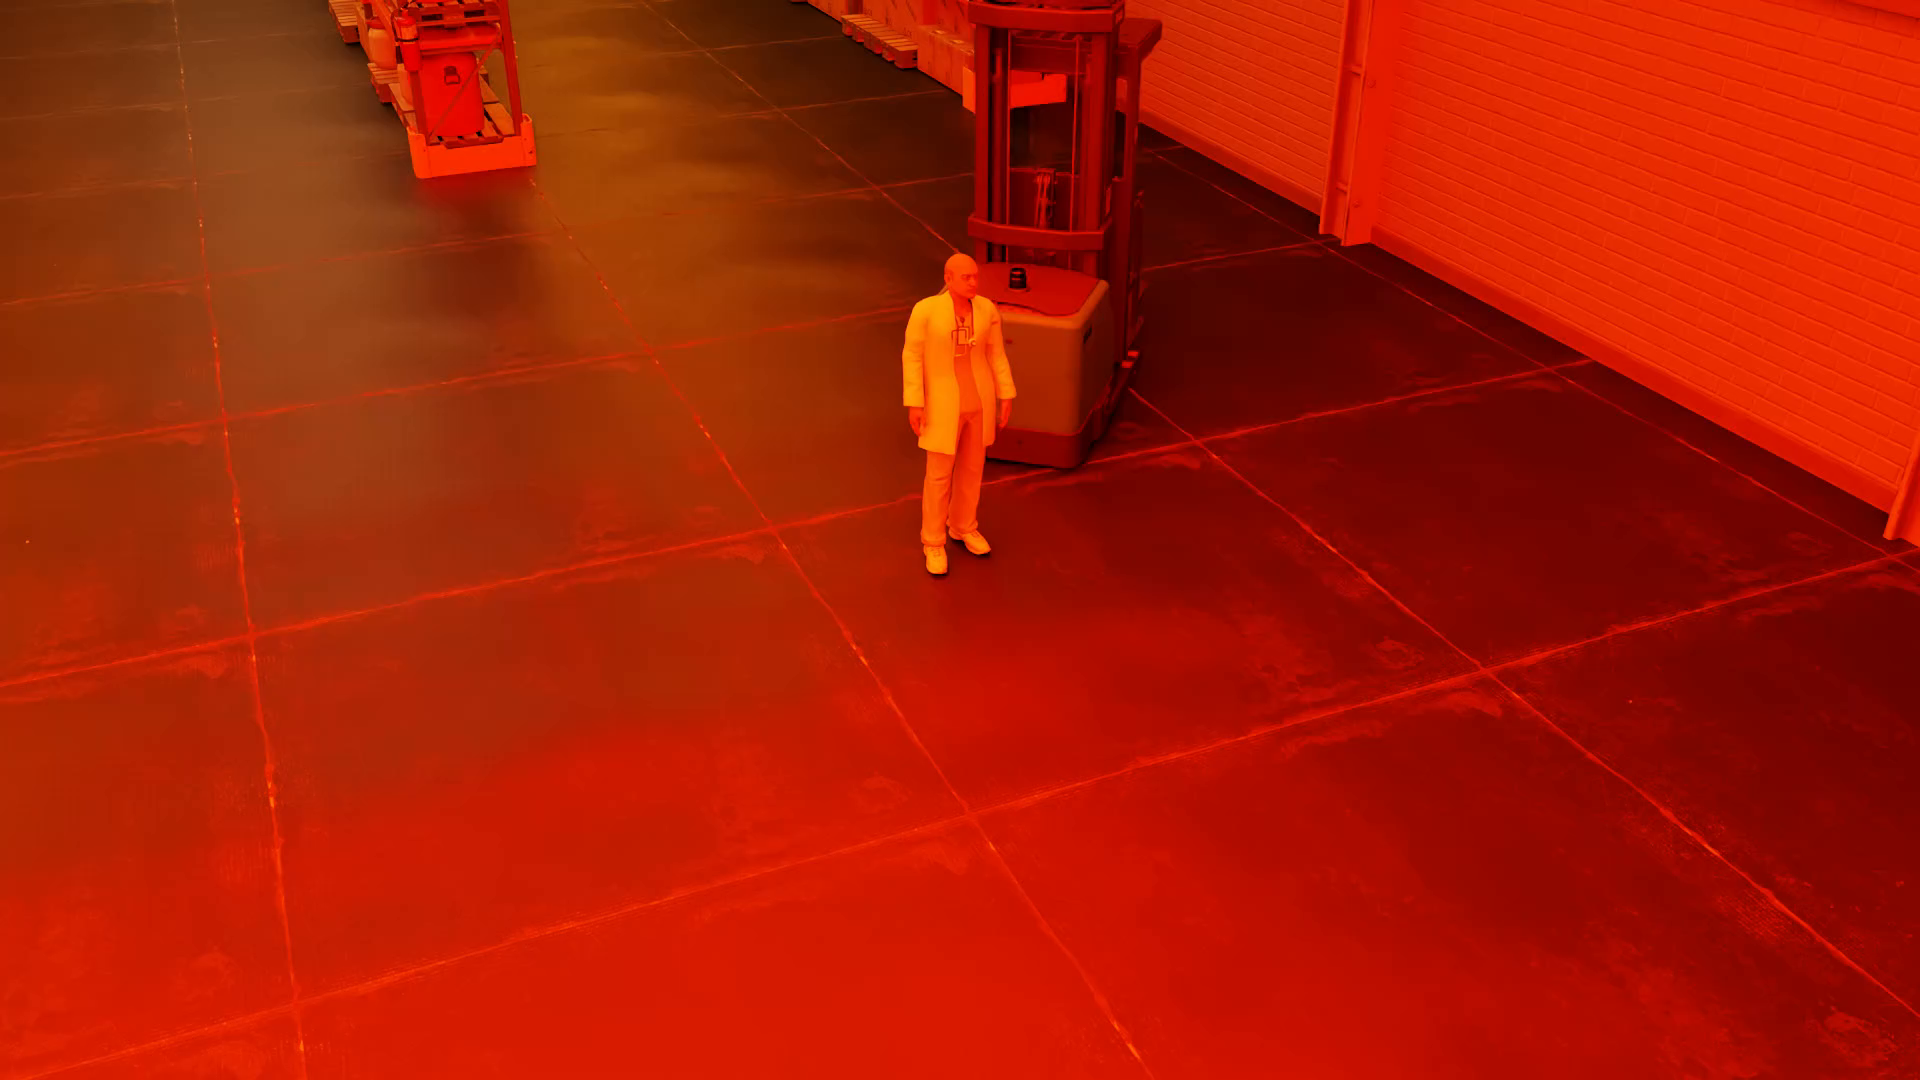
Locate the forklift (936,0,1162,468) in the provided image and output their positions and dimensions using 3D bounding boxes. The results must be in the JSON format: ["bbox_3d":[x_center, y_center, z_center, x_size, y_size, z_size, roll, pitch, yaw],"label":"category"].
[{"bbox_3d":[0.708,-2.455,11.413,1.130,2.935,3.031,9,31,15],"label":"forklift"}]

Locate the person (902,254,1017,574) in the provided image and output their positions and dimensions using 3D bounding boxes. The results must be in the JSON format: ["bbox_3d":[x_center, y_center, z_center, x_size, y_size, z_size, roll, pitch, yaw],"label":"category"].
[{"bbox_3d":[0.032,-0.736,9.554,0.698,1.777,0.580,-12,32,-20],"label":"person"}]
